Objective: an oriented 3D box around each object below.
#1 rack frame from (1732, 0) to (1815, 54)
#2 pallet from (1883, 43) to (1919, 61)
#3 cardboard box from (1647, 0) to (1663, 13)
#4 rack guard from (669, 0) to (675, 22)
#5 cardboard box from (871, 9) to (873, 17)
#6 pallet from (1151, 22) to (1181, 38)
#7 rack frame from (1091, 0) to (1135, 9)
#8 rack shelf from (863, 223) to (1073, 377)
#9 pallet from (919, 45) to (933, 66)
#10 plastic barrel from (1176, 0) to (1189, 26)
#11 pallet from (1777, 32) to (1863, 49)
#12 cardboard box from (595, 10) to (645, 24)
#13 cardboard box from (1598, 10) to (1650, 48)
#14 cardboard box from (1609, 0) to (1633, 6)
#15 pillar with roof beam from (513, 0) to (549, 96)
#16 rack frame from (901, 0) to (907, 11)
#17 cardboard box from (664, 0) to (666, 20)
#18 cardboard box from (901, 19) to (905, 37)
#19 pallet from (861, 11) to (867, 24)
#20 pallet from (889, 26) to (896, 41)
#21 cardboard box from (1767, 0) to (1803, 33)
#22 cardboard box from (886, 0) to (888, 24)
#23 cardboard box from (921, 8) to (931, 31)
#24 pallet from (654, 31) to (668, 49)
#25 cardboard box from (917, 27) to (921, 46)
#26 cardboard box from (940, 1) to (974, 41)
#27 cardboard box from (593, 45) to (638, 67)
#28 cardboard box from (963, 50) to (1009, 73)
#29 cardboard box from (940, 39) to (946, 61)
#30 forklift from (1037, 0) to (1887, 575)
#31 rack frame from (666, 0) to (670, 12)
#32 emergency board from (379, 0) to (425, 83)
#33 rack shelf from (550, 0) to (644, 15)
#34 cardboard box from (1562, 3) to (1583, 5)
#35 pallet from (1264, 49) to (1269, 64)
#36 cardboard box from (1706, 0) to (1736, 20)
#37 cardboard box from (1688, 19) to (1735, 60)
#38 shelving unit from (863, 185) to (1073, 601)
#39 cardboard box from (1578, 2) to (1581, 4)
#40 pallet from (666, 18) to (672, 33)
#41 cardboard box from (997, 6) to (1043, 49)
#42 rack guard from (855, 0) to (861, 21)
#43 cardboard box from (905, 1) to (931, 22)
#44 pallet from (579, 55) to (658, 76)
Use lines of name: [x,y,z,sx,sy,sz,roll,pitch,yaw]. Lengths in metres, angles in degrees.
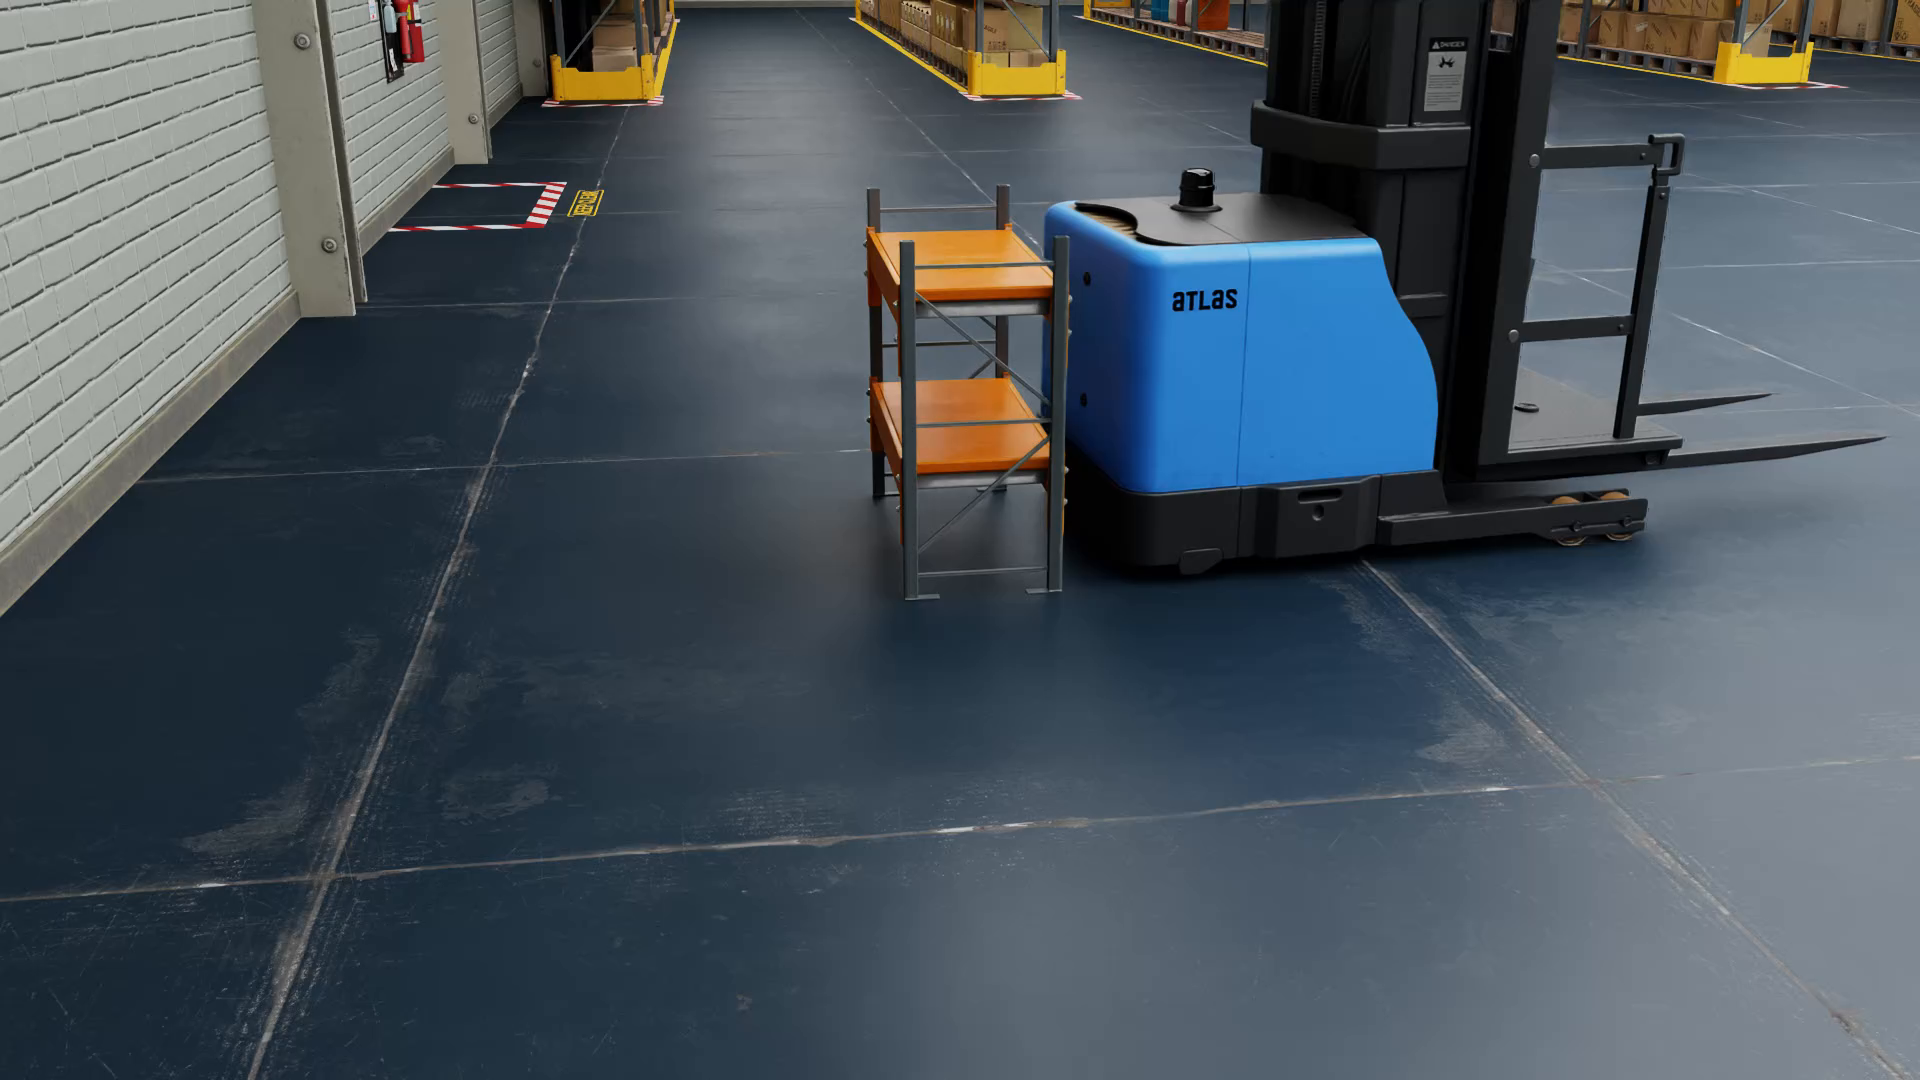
rack frame: [10.489,-7.378,21.184,1.000,3.000,0.127,-3,21,-8]
pallet: [14.868,-7.405,25.241,1.003,0.211,1.213,-3,21,-8]
cardboard box: [13.604,-10.322,32.037,0.500,0.500,0.500,-2,21,-5]
rack guard: [-6.525,-11.006,34.469,1.175,0.500,0.348,-3,21,-8]
cardboard box: [-1.520,-10.215,32.225,0.380,0.149,0.250,-3,21,-8]
pallet: [4.108,-9.285,30.273,1.003,0.211,1.213,-3,21,-8]
rack frame: [3.282,-12.668,35.347,1.000,3.000,0.127,-3,21,-8]
rack shelf: [-0.001,-0.803,5.423,0.538,0.278,1.000,-3,21,-8]
pallet: [-0.035,-7.212,24.724,1.003,0.211,1.213,-3,21,-8]
plastic barrel: [4.185,-9.525,29.778,0.600,0.588,0.708,-3,21,-8]
pallet: [14.471,-8.359,27.795,1.003,0.211,1.213,-3,21,-8]
cardboard box: [-5.072,-7.658,24.877,0.700,0.500,0.500,-3,21,-7]
cardboard box: [9.931,-7.649,24.880,0.500,0.500,0.500,-4,21,-9]
cardboard box: [13.322,-10.842,33.507,0.380,0.149,0.250,-3,21,-7]
pillar with roof beam: [-0.912,-9.855,19.241,9.100,9.000,0.400,-3,21,-8]
rack frame: [-0.467,-9.650,27.266,1.000,3.000,0.127,-3,21,-8]
cardboard box: [-5.723,-9.755,30.019,0.750,0.750,0.750,-3,21,-7]
cardboard box: [-0.682,-8.362,27.148,0.500,0.250,0.500,-3,21,-8]
pallet: [-1.494,-10.811,34.361,1.003,0.211,1.213,-3,21,-8]
pallet: [-0.710,-9.025,29.580,1.003,0.211,1.213,-3,21,-8]
cardboard box: [14.387,-8.988,28.110,1.050,0.750,0.750,-3,21,-7]
cardboard box: [-1.063,-9.533,29.896,0.500,0.500,0.500,-3,21,-7]
cardboard box: [-0.314,-7.742,24.686,0.500,0.311,0.500,-2,21,-6]
pallet: [-5.408,-8.369,27.822,1.003,0.211,1.213,-3,21,-8]
cardboard box: [-0.383,-7.655,25.254,0.500,0.250,0.500,-2,21,-7]
cardboard box: [0.011,-7.002,22.435,0.500,0.500,0.500,-3,21,-8]
cardboard box: [-4.308,-6.017,20.753,0.500,0.311,0.500,-1,21,-3]
cardboard box: [0.316,-5.959,20.715,0.500,0.250,0.500,-3,21,-8]
cardboard box: [0.010,-6.651,22.566,0.500,0.250,0.500,-3,21,-8]
forklift: [1.856,-1.524,5.608,3.031,2.935,1.130,-5,21,-14]
rack frame: [-6.522,-12.169,34.010,1.000,3.000,0.127,-3,21,-8]
emergency board: [-3.989,-3.893,11.852,0.194,1.169,0.643,-3,21,-8]
rack shelf: [-4.504,-6.984,21.157,1.077,0.370,4.000,-3,21,-8]
cardboard box: [9.714,-8.372,26.788,0.700,0.500,0.500,-5,21,-12]
pallet: [5.067,-6.973,24.083,1.003,0.211,1.213,-3,21,-8]
cardboard box: [13.905,-9.604,30.115,0.500,0.500,0.500,-3,21,-8]
cardboard box: [10.296,-6.826,22.679,0.500,0.500,0.500,2,21,6]
shelving unit: [-0.001,-0.529,5.526,0.538,1.125,1.048,-3,21,-8]
cardboard box: [13.168,-11.180,34.838,0.380,0.149,0.250,-3,21,-7]
pallet: [-5.977,-9.745,31.505,1.003,0.211,1.213,-3,21,-8]
cardboard box: [0.755,-6.510,21.117,0.500,0.500,0.500,-3,21,-8]
rack guard: [-1.609,-11.222,35.049,1.175,0.500,0.348,-3,21,-8]
cardboard box: [-0.598,-8.444,26.564,0.500,0.311,0.500,-3,21,-9]
pallet: [-4.660,-6.477,22.756,1.003,0.211,1.213,-3,21,-8]
